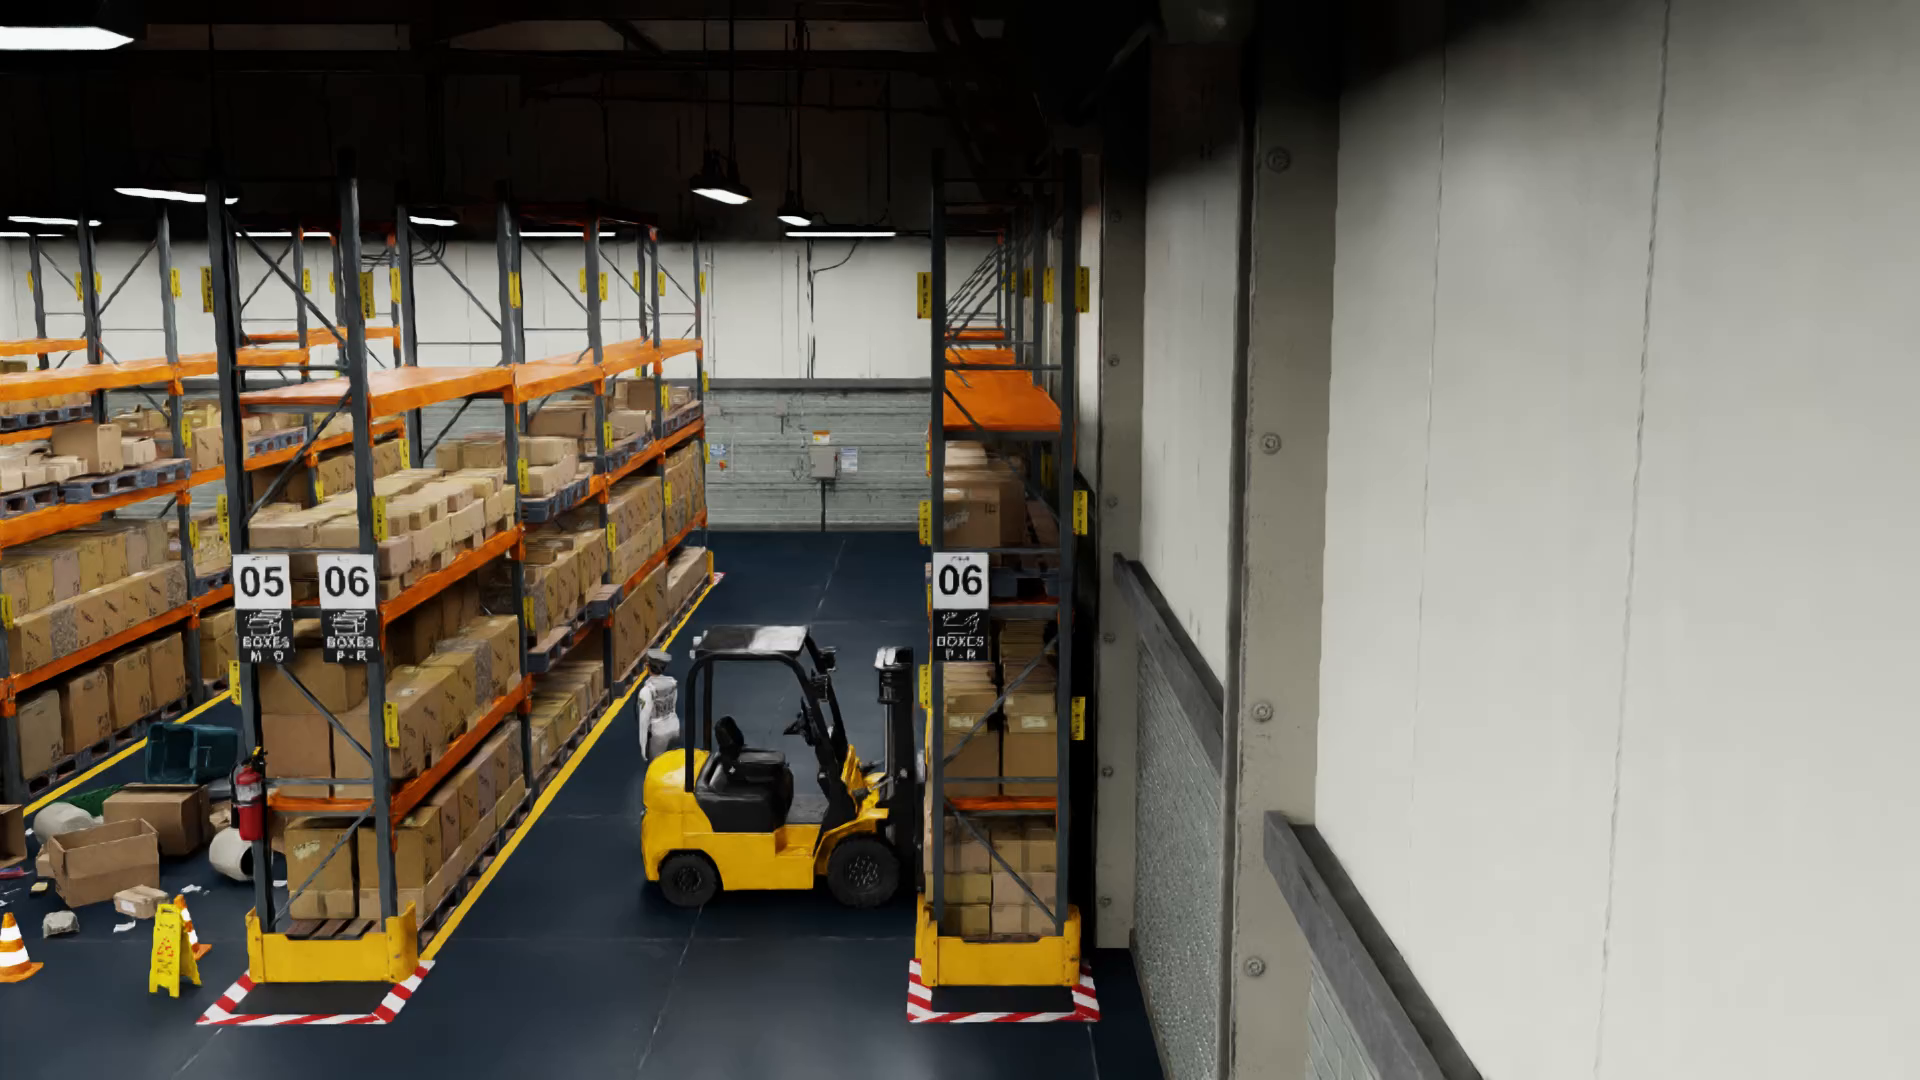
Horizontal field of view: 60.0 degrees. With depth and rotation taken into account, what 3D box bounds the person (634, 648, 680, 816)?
[{"bbox_3d":[-2.863,1.854,15.606,0.459,1.674,0.525,5,10,29],"label":"person"}]
